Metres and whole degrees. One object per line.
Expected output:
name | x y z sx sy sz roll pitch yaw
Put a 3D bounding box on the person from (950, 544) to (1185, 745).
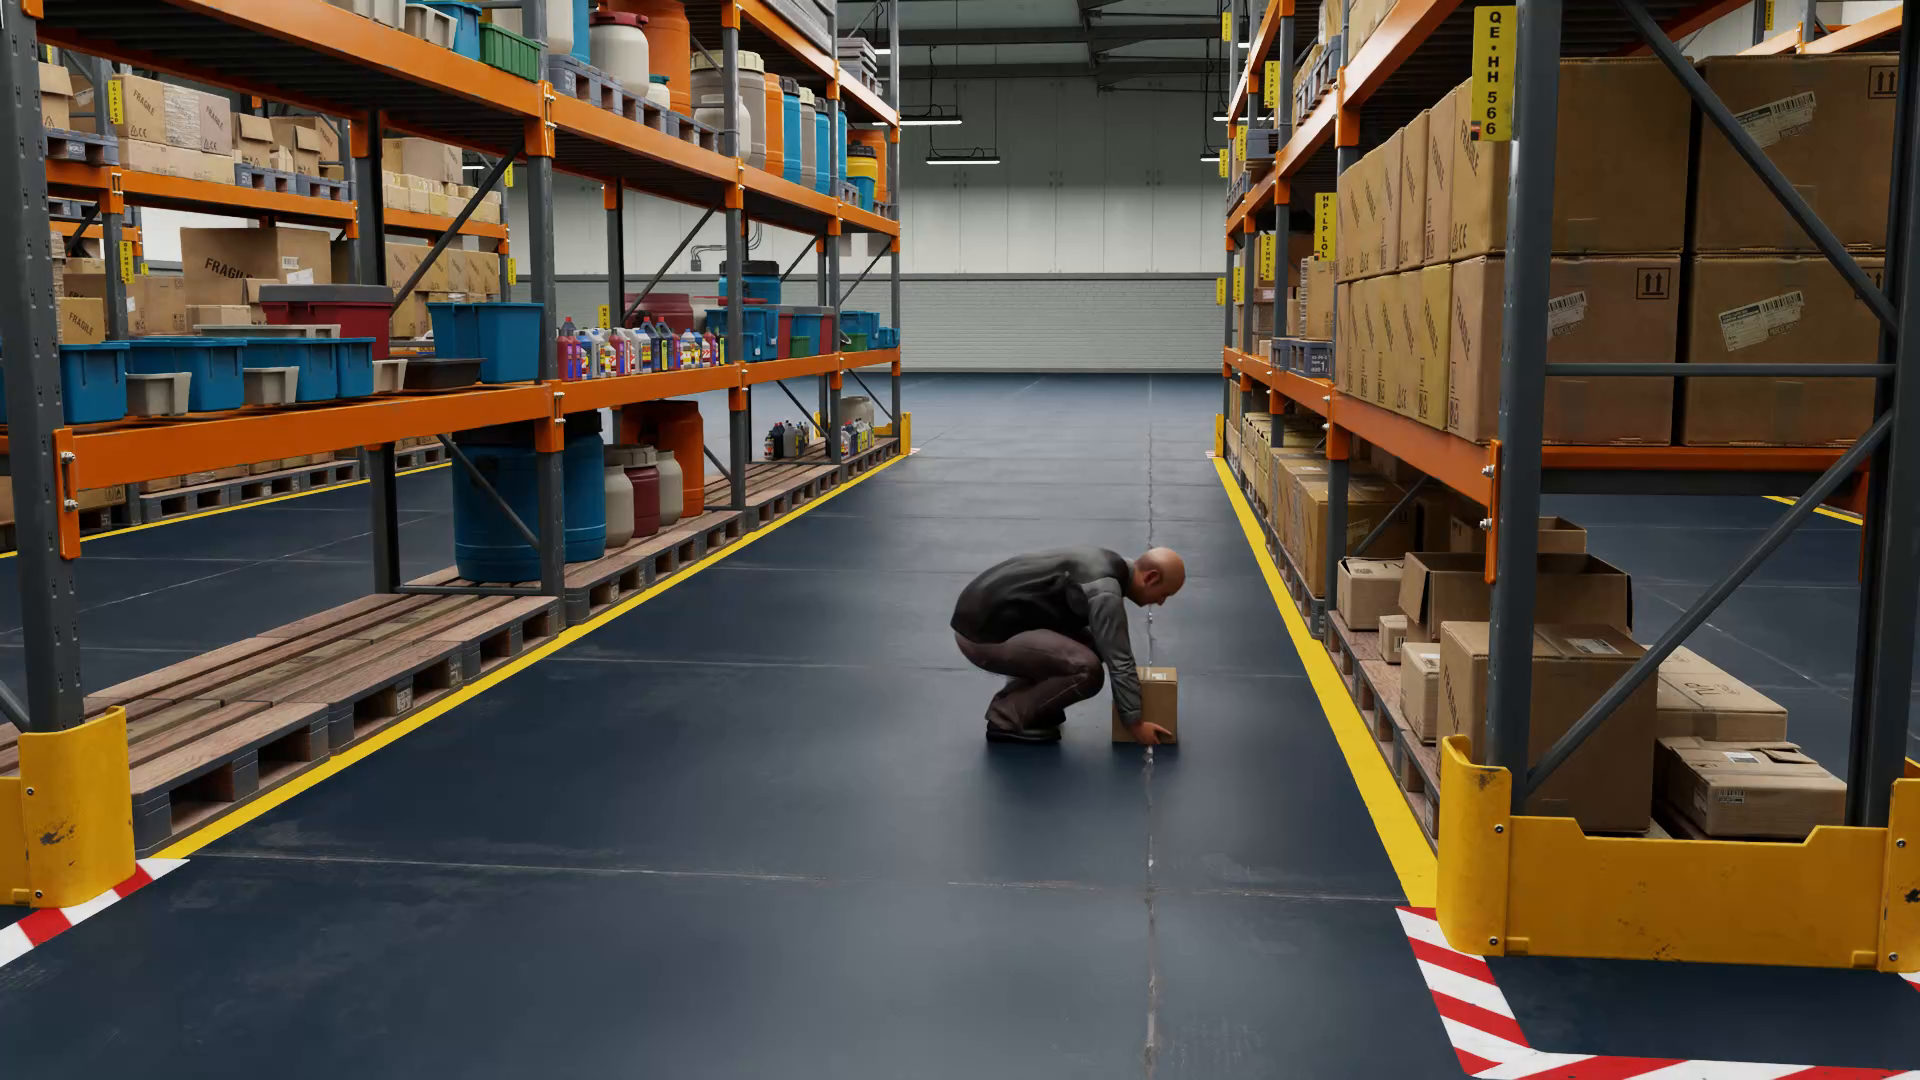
person | 0.426 0.431 6.587 0.919 0.823 0.518 1 8 5
